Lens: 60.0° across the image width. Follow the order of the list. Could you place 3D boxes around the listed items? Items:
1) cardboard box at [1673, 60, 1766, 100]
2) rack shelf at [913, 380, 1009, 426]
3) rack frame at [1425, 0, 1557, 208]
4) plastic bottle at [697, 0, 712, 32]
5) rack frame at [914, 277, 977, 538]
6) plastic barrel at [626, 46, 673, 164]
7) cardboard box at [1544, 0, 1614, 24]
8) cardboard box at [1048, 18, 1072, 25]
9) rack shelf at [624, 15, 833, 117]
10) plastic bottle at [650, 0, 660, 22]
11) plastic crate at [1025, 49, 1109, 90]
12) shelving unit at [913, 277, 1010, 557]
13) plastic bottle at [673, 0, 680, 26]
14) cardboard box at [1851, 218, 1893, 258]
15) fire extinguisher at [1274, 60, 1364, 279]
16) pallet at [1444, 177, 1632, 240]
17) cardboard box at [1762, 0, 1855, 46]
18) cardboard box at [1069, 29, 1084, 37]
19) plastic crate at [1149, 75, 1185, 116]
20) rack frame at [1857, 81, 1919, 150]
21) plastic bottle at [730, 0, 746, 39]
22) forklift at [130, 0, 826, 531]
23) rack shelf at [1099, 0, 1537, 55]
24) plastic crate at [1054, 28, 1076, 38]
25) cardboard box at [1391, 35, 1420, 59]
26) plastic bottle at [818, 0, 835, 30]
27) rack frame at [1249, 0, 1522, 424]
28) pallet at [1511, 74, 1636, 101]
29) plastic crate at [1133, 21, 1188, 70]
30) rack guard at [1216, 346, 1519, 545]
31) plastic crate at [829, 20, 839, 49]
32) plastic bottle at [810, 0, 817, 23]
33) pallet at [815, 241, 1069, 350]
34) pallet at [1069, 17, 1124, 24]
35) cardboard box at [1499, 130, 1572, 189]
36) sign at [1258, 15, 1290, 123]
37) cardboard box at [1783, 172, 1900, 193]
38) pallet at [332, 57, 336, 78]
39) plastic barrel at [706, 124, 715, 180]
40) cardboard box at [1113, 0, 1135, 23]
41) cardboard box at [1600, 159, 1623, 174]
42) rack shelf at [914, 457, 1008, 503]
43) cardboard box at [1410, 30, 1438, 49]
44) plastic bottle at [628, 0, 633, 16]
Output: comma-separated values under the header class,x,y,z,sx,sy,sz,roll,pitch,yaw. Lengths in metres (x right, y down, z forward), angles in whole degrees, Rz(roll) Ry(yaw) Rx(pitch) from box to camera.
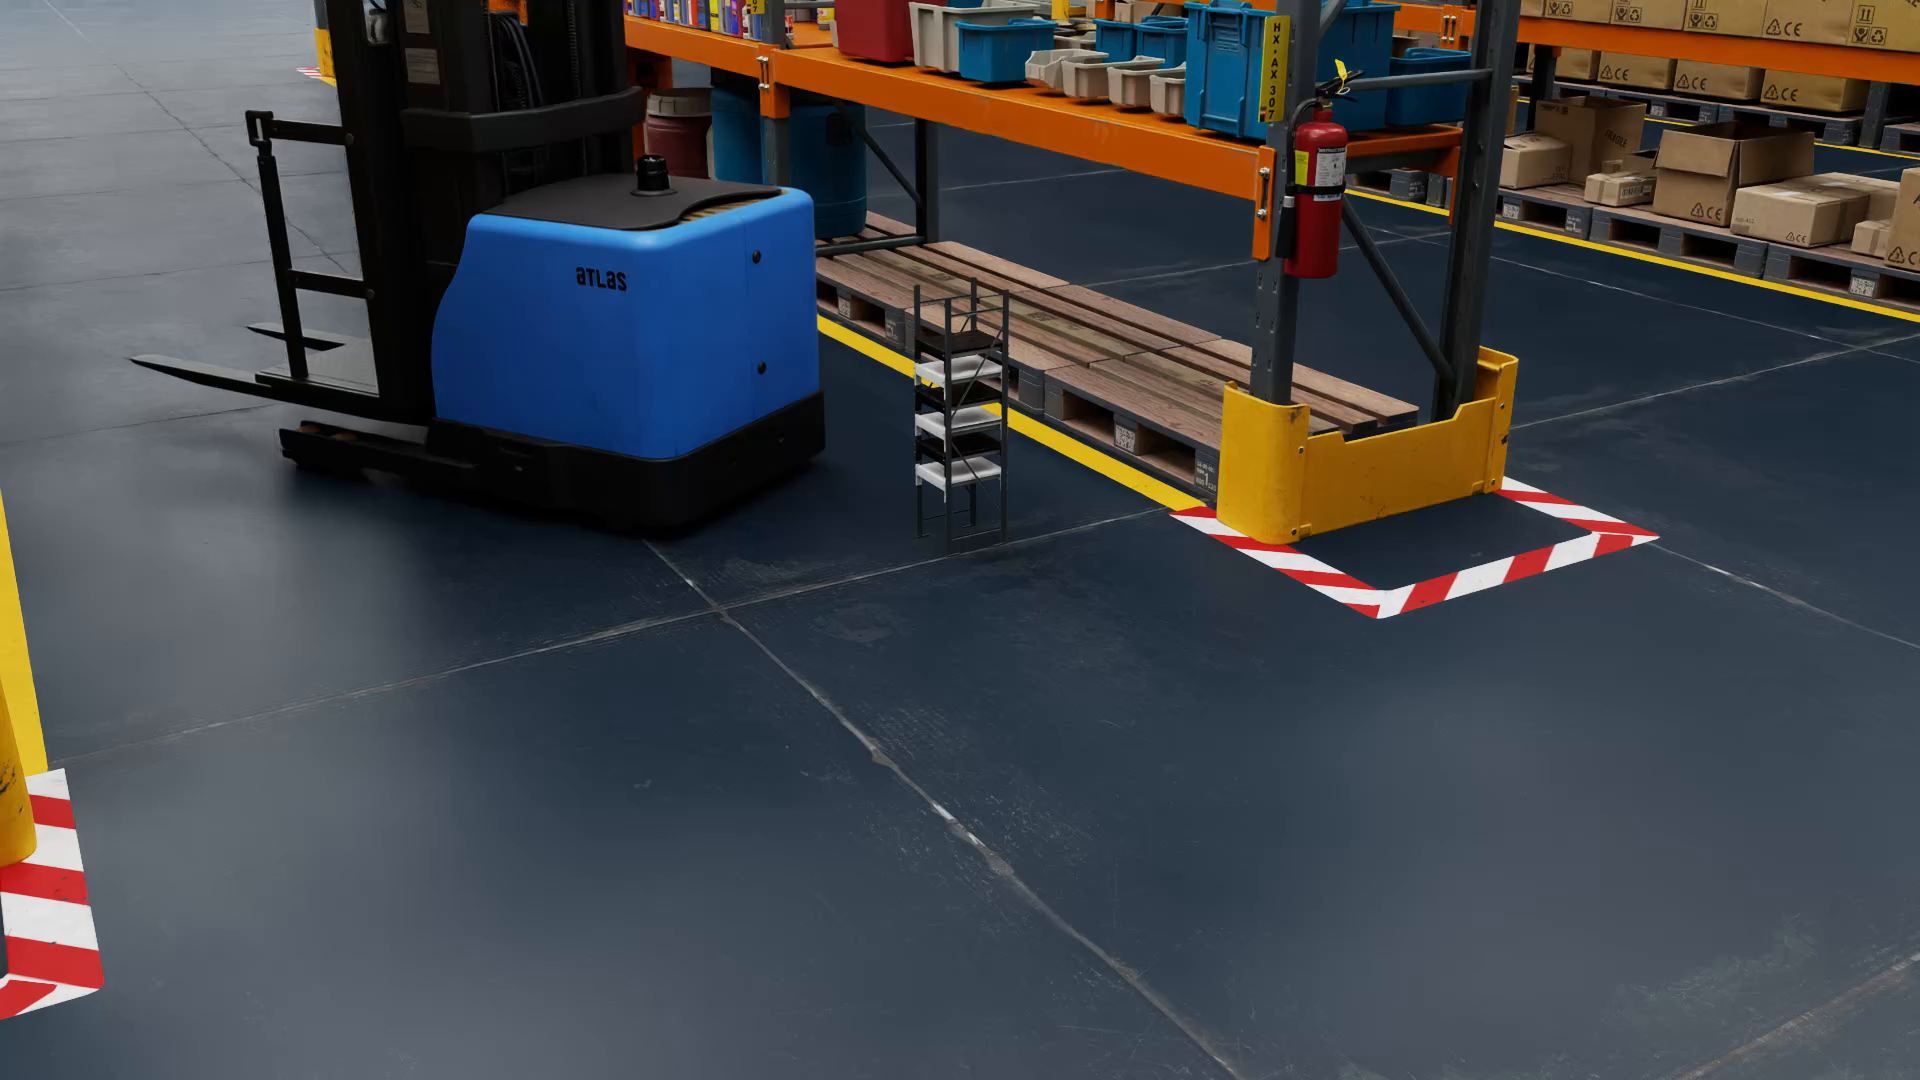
class,x,y,z,sx,sy,sz,roll,pitch,yaw
cardboard box,7.040,-4.408,14.969,0.750,0.750,0.750,-12,25,-27
rack shelf,0.004,-0.467,5.614,0.258,0.077,0.200,-13,25,-28
rack frame,3.684,-3.782,11.134,1.000,3.000,0.127,-13,25,-28
plastic bottle,-1.422,-3.102,9.526,0.144,0.351,0.185,-13,25,-28
rack frame,-0.048,-0.447,5.717,0.240,0.900,0.006,-13,25,-28
plastic barrel,-2.355,-3.160,11.926,0.600,0.830,0.708,-13,25,-28
cardboard box,3.974,-3.446,10.174,0.500,0.500,0.500,-12,25,-27
cardboard box,0.828,-4.984,16.439,0.500,0.311,0.500,-13,25,-29
rack shelf,-1.598,-3.145,10.521,1.077,0.370,4.000,-13,25,-28
plastic bottle,-1.844,-3.308,10.123,0.061,0.283,0.133,-13,25,-28
plastic crate,0.429,-1.945,6.884,0.298,0.136,0.250,-13,25,-28
shelving unit,0.004,-0.414,5.636,0.258,0.900,0.210,-13,25,-28
plastic bottle,-1.651,-3.162,9.870,0.097,0.201,0.097,0,22,0
cardboard box,5.108,-1.656,9.080,0.380,0.166,0.250,-13,25,-28
fire extinguisher,1.153,-1.191,5.356,0.296,0.674,0.183,-13,25,-28
pallet,4.034,-2.268,11.111,1.003,0.211,1.213,-13,25,-28
cardboard box,4.746,-2.956,8.968,0.500,0.500,0.500,-12,25,-28
cardboard box,0.890,-4.547,15.364,0.500,0.311,0.500,-13,26,-29
plastic crate,0.895,-1.671,6.209,0.396,0.136,0.243,-13,25,-28
rack frame,7.941,-4.736,13.481,1.000,3.000,0.127,-13,25,-28
plastic bottle,-1.213,-2.908,9.138,0.061,0.283,0.133,-13,25,-28
forklift,-2.071,-1.768,6.268,3.031,2.935,1.130,11,25,26
rack shelf,2.662,-4.097,12.862,1.077,0.370,4.000,-13,25,-28
plastic crate,0.226,-2.421,8.069,0.437,0.125,0.590,-13,25,-28
cardboard box,3.136,-3.703,12.677,0.500,0.250,0.500,-13,25,-28
plastic bottle,-0.770,-3.050,9.596,0.097,0.201,0.097,0,22,0
rack frame,1.467,-1.536,5.607,1.000,3.000,0.127,-13,25,-28
pallet,6.235,-4.470,16.528,1.003,0.211,1.213,-13,25,-28
plastic crate,0.951,-2.056,7.028,0.416,0.233,0.300,-13,25,-28
rack guard,1.490,-0.373,6.065,1.175,0.500,0.348,-13,25,-28
plastic crate,-0.461,-2.558,8.393,0.396,0.136,0.243,-13,25,-28
plastic bottle,-0.850,-3.265,10.016,0.061,0.283,0.133,-13,25,-28
pallet,-0.167,-1.308,8.750,1.003,0.211,1.213,-13,25,-28
pallet,2.234,-7.035,22.838,1.003,0.211,1.213,-13,25,-28
cardboard box,3.712,-2.563,11.120,0.500,0.311,0.500,-13,25,-28
sign,1.002,-1.501,5.303,0.100,0.325,0.005,-13,25,-28
cardboard box,5.183,-1.972,9.746,0.500,0.250,0.500,-13,25,-28
pallet,-6.216,-5.144,18.187,1.003,0.211,1.213,-13,25,-28
plastic barrel,-1.413,-2.481,10.679,0.421,0.512,0.421,0,22,0
cardboard box,2.378,-7.153,22.413,0.500,0.311,0.500,-10,24,-24
cardboard box,4.462,-2.426,10.998,0.380,0.149,0.250,-13,25,-28
rack shelf,0.004,-0.217,5.716,0.258,0.077,0.200,-13,25,-28
cardboard box,5.322,-5.489,18.068,0.700,0.500,0.500,-13,25,-28
plastic bottle,-2.051,-3.447,10.480,0.097,0.271,0.097,0,22,0
